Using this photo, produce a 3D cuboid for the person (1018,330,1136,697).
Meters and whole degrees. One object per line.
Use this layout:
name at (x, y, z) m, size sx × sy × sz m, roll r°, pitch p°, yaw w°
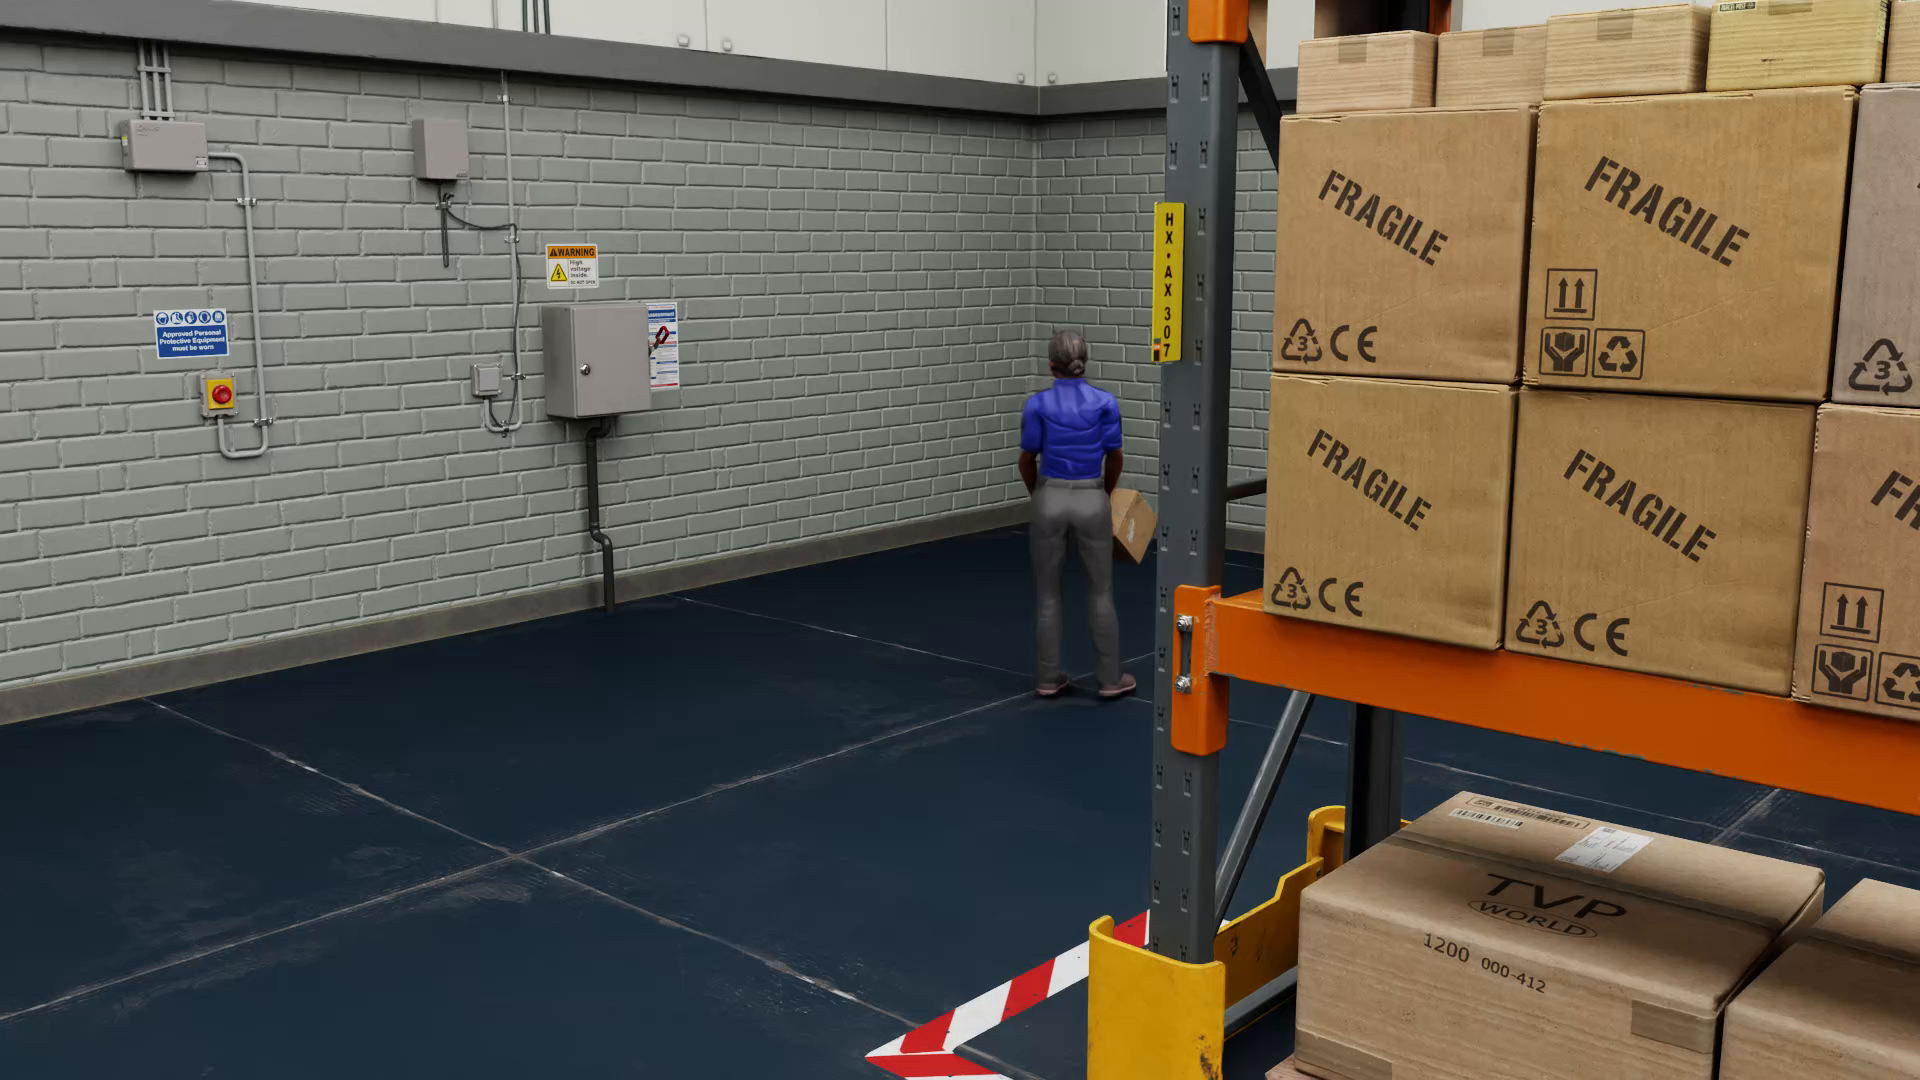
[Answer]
person at (0.536, -0.107, 7.480) m, size 0.554 × 1.648 × 0.420 m, roll 0°, pitch 10°, yaw 1°
